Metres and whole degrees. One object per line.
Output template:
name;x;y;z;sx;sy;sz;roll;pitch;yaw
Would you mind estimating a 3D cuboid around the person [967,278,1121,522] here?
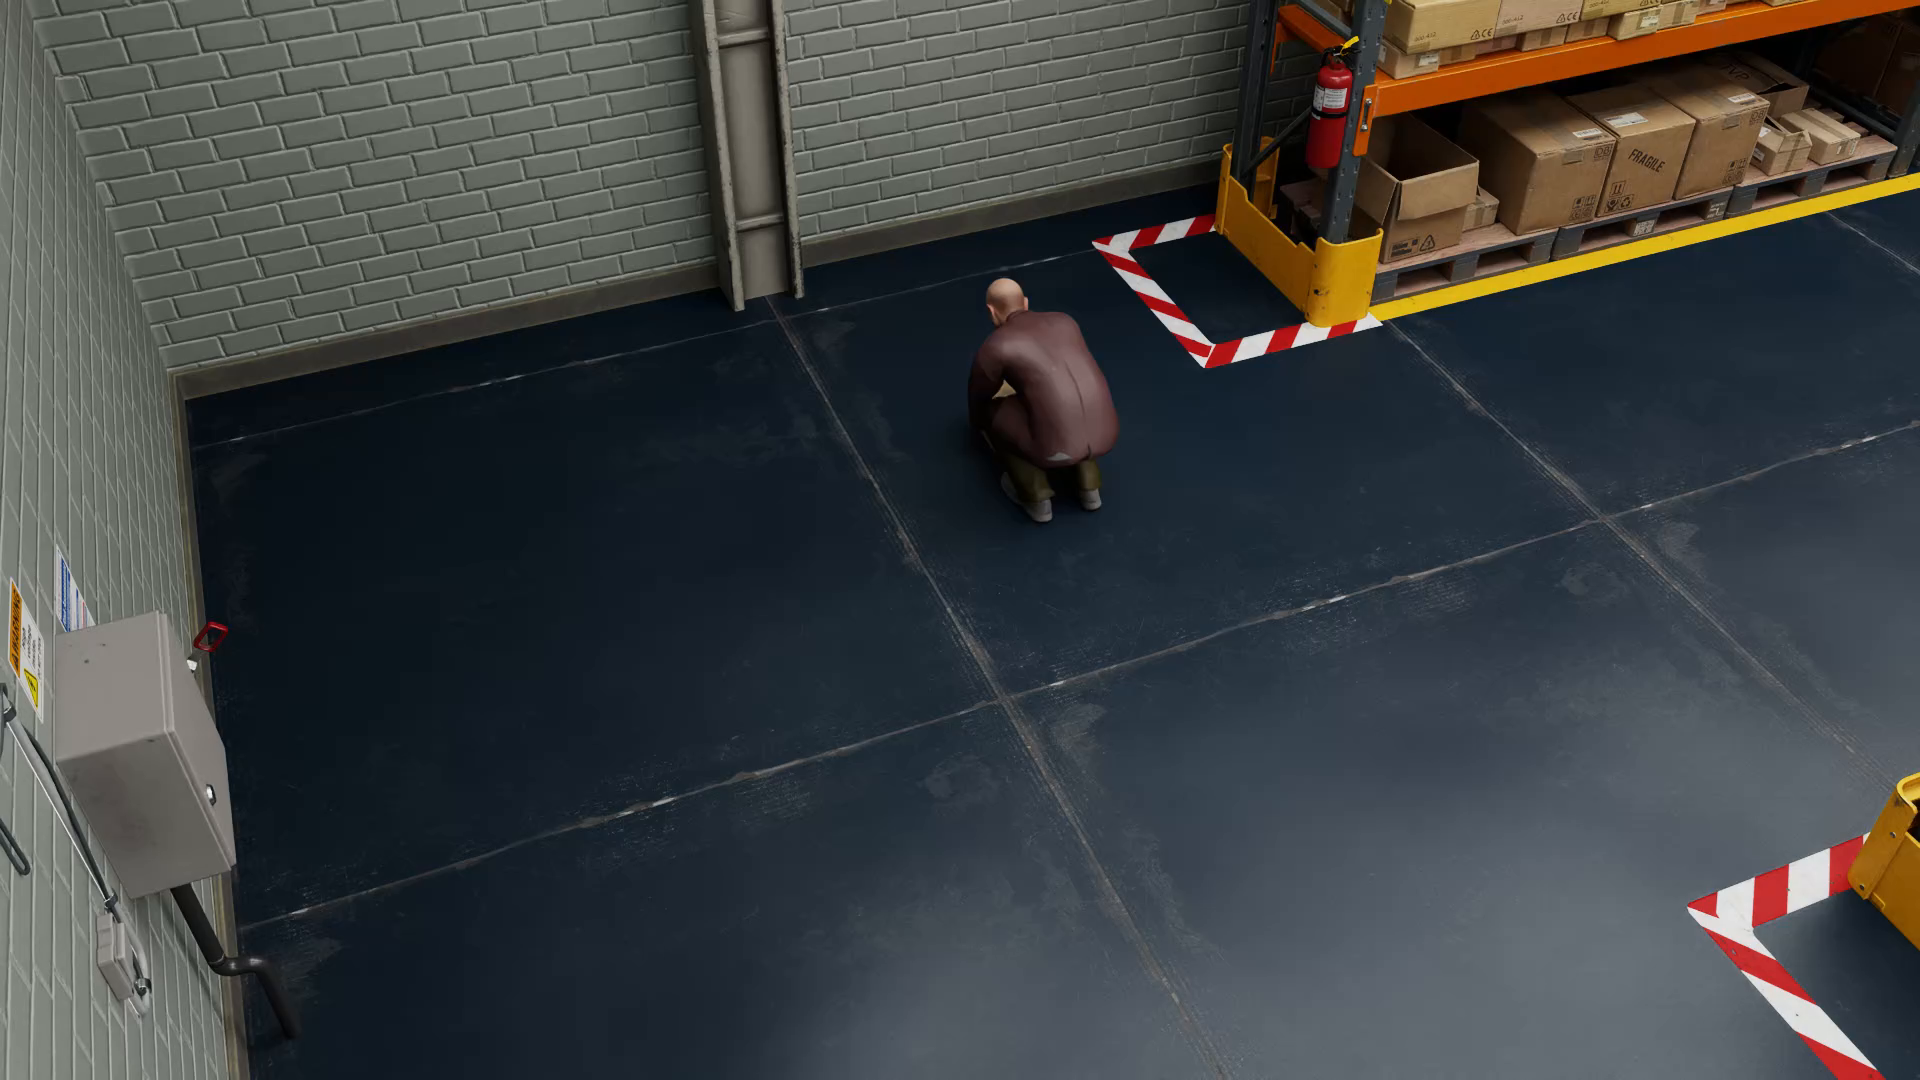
person;0.369;-0.634;7.557;0.608;0.908;0.907;-15;43;-17
